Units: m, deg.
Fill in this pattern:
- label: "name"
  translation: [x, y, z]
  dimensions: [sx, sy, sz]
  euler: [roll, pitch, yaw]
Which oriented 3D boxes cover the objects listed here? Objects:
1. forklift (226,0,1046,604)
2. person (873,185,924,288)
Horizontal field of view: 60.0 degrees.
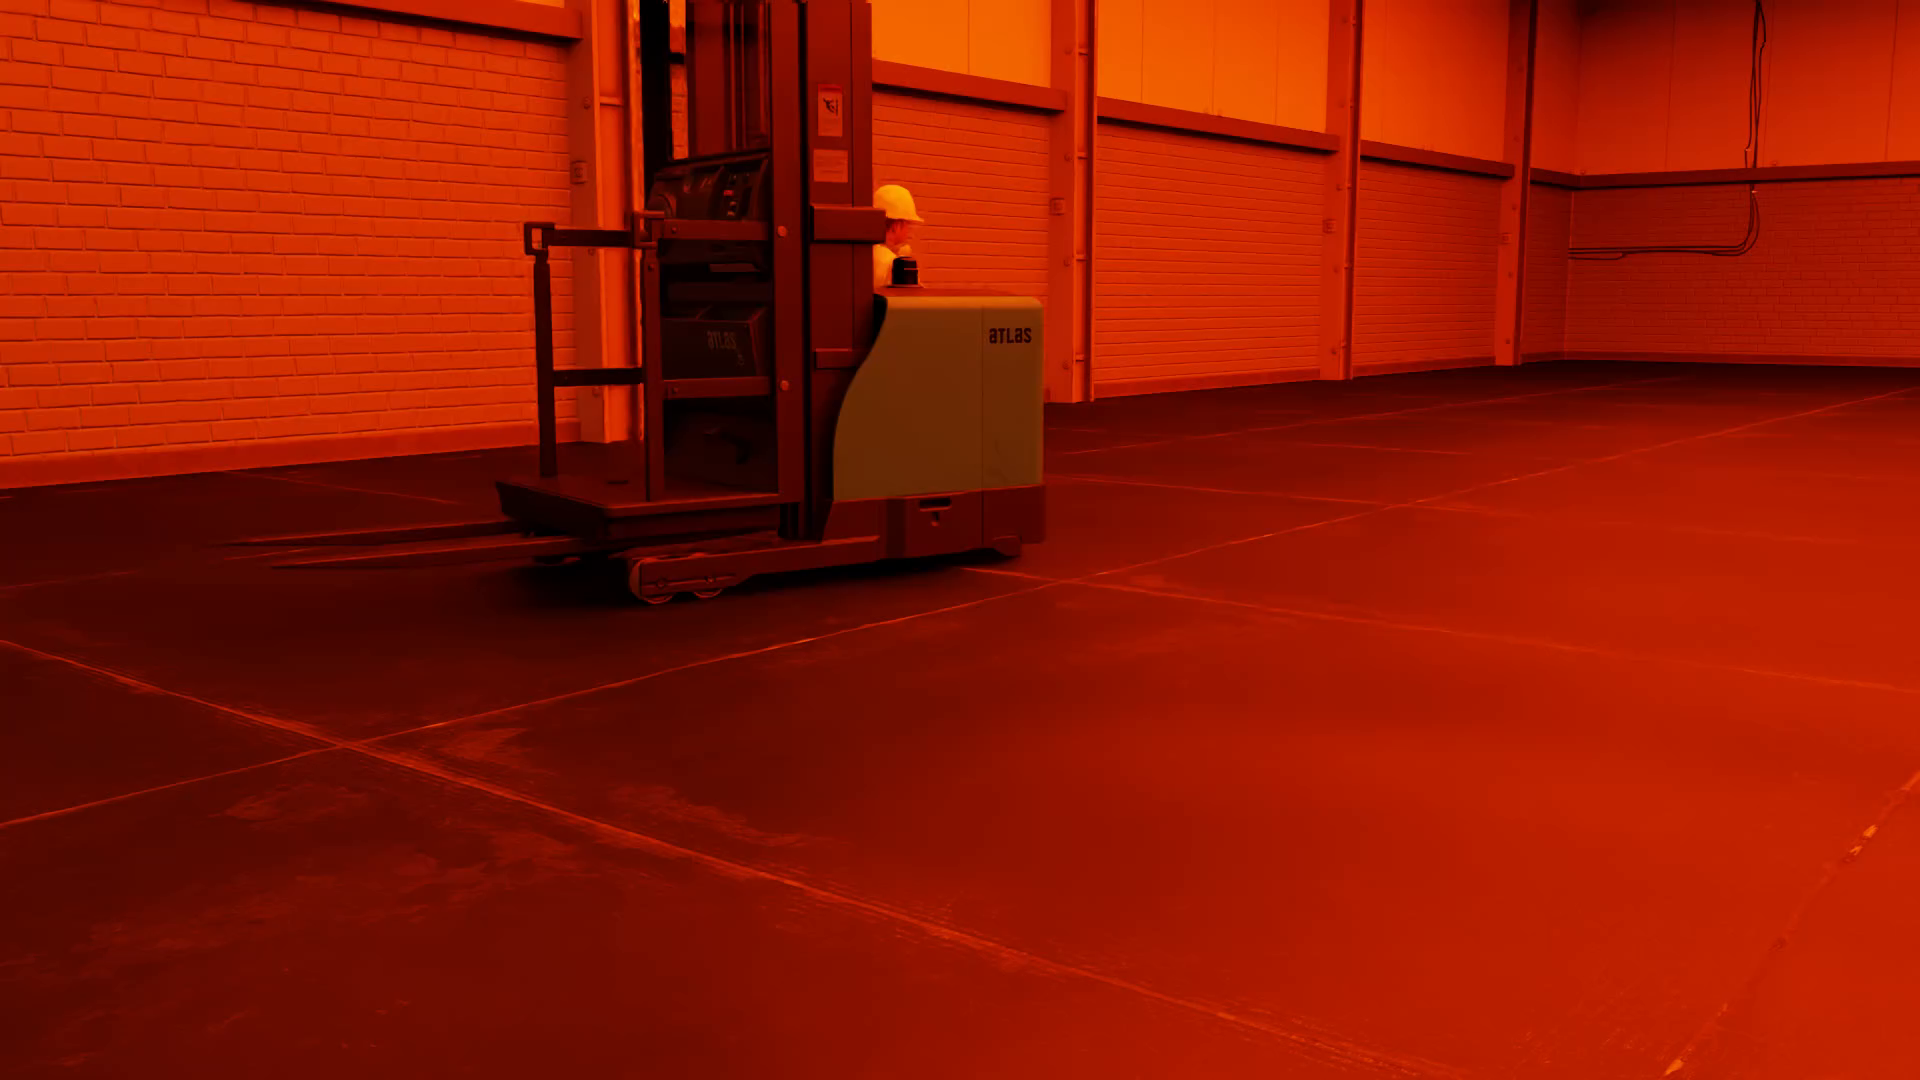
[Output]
- label: "forklift"
  translation: [-1.141, -1.310, 6.236]
  dimensions: [3.031, 2.935, 1.130]
  euler: [-6, 10, -35]
- label: "person"
  translation: [-0.239, -0.900, 8.042]
  dimensions: [0.701, 1.588, 0.829]
  euler: [-6, 10, -37]
